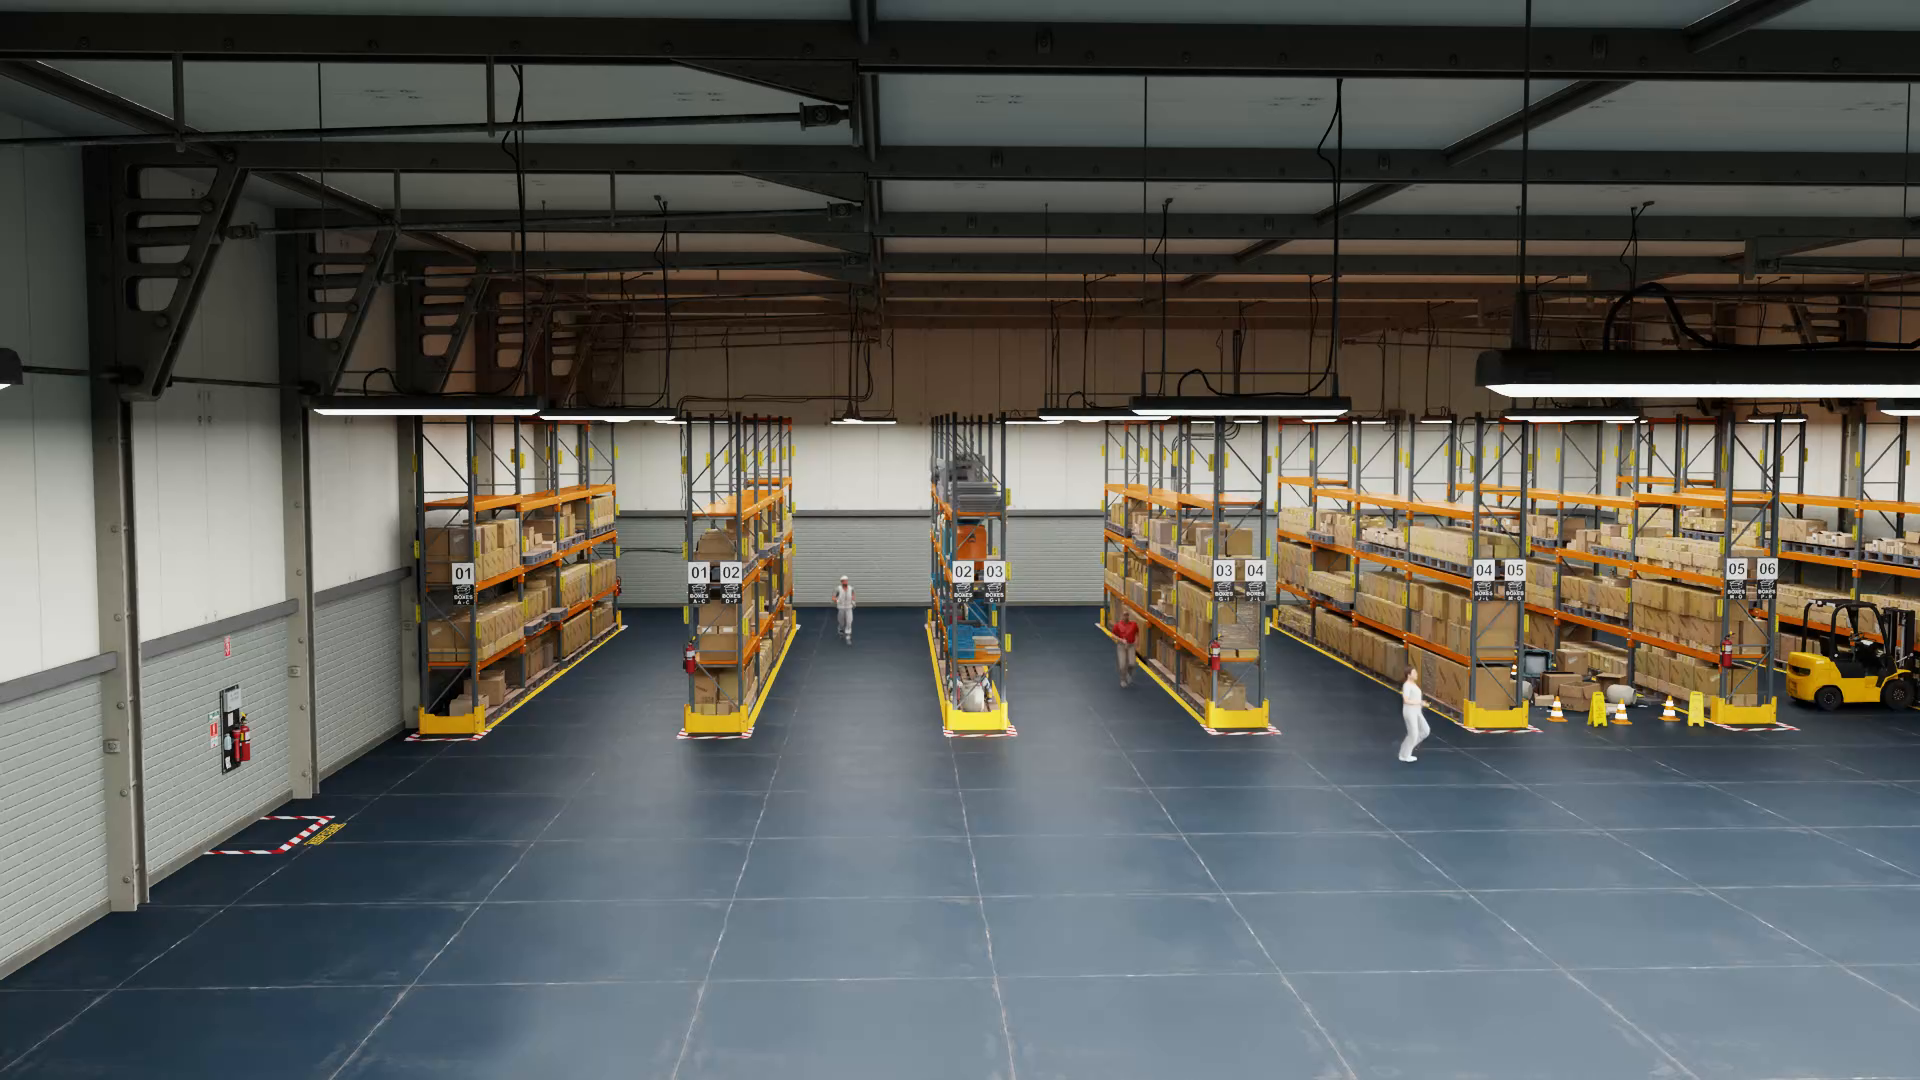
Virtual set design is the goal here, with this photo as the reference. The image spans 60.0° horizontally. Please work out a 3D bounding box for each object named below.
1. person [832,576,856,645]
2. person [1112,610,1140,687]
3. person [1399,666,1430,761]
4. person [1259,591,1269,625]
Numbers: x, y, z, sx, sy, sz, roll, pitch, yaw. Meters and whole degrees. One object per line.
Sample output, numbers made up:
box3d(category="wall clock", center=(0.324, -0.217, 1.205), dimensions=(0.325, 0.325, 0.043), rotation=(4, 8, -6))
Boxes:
box3d(category="person", center=(-3.050, 1.829, 43.829), dimensions=(0.648, 1.778, 1.008), rotation=(-1, 4, -14))
box3d(category="person", center=(3.664, 2.391, 36.517), dimensions=(0.652, 1.687, 0.602), rotation=(0, 4, -3))
box3d(category="person", center=(7.767, 2.966, 28.354), dimensions=(0.548, 1.627, 0.554), rotation=(3, 5, 35))
box3d(category="person", center=(8.007, 1.828, 44.942), dimensions=(0.668, 1.693, 0.661), rotation=(0, 4, 5))
